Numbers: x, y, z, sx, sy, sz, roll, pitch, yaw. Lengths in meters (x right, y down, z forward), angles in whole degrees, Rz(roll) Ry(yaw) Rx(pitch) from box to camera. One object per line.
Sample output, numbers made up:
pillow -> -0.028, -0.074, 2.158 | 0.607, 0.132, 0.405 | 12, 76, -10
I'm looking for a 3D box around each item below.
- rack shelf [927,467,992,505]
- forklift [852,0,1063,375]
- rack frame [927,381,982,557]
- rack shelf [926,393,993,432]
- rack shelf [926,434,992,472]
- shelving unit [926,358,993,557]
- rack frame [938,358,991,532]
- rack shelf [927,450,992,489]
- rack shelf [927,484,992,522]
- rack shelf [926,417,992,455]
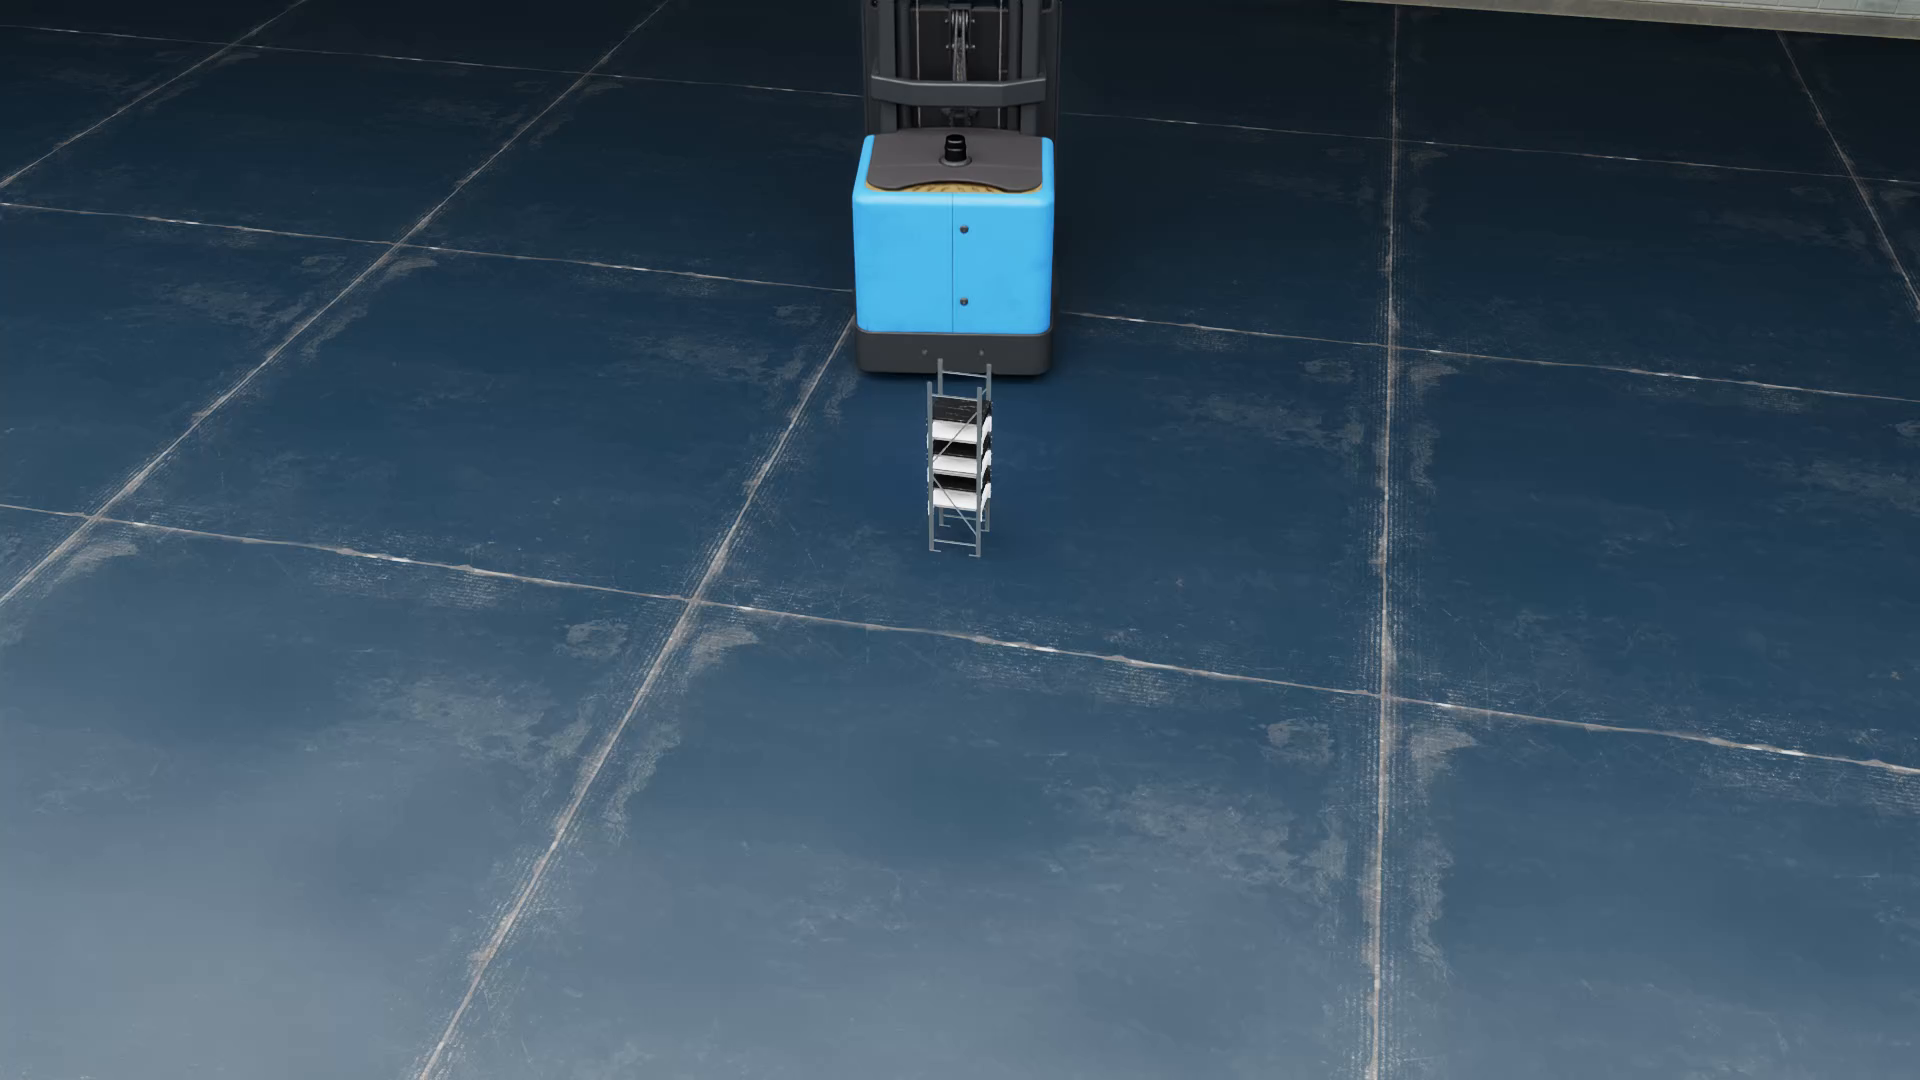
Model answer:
rack shelf -> -0.002, -0.260, 7.552 | 0.258, 0.077, 0.200 | 7, 37, 10
forklift -> 0.018, -2.902, 9.256 | 1.130, 2.935, 3.031 | 1, 36, 2
rack frame -> -0.023, -0.301, 7.399 | 0.240, 0.900, 0.006 | 7, 37, 10
rack shelf -> -0.002, -0.551, 7.341 | 0.258, 0.077, 0.200 | 7, 37, 10
rack shelf -> -0.002, -0.406, 7.446 | 0.258, 0.077, 0.200 | 7, 37, 10
shelving unit -> -0.002, -0.360, 7.480 | 0.258, 0.900, 0.210 | 7, 37, 10
rack frame -> 0.020, -0.418, 7.560 | 0.240, 0.900, 0.006 | 7, 37, 10
rack shelf -> -0.002, -0.333, 7.499 | 0.258, 0.077, 0.200 | 7, 37, 10
rack shelf -> -0.002, -0.187, 7.605 | 0.258, 0.077, 0.200 | 7, 37, 10
rack shelf -> -0.002, -0.478, 7.393 | 0.258, 0.077, 0.200 | 7, 37, 10
